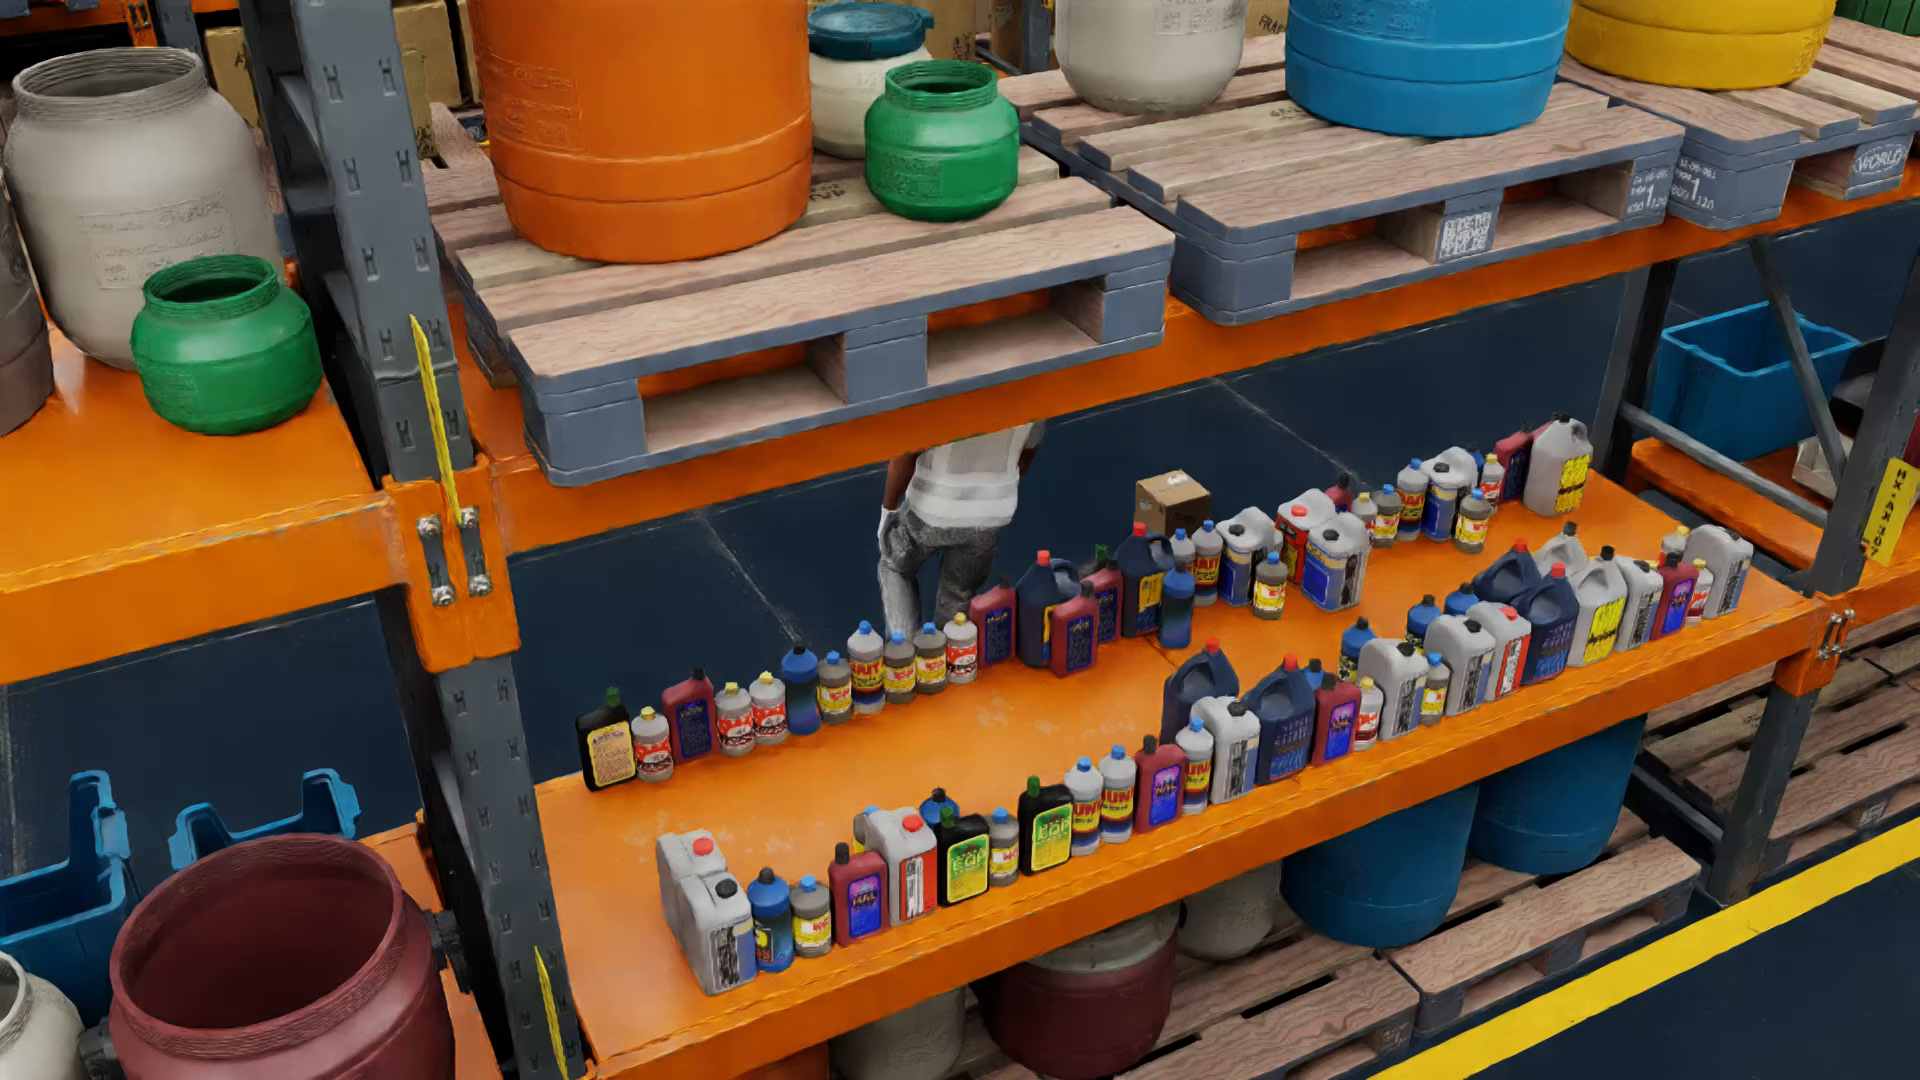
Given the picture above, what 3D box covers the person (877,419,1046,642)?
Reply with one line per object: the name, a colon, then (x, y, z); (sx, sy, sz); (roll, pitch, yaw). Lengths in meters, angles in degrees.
person: (-0.034, -0.096, 6.277); (0.733, 1.758, 0.514); (-9, 34, -14)
